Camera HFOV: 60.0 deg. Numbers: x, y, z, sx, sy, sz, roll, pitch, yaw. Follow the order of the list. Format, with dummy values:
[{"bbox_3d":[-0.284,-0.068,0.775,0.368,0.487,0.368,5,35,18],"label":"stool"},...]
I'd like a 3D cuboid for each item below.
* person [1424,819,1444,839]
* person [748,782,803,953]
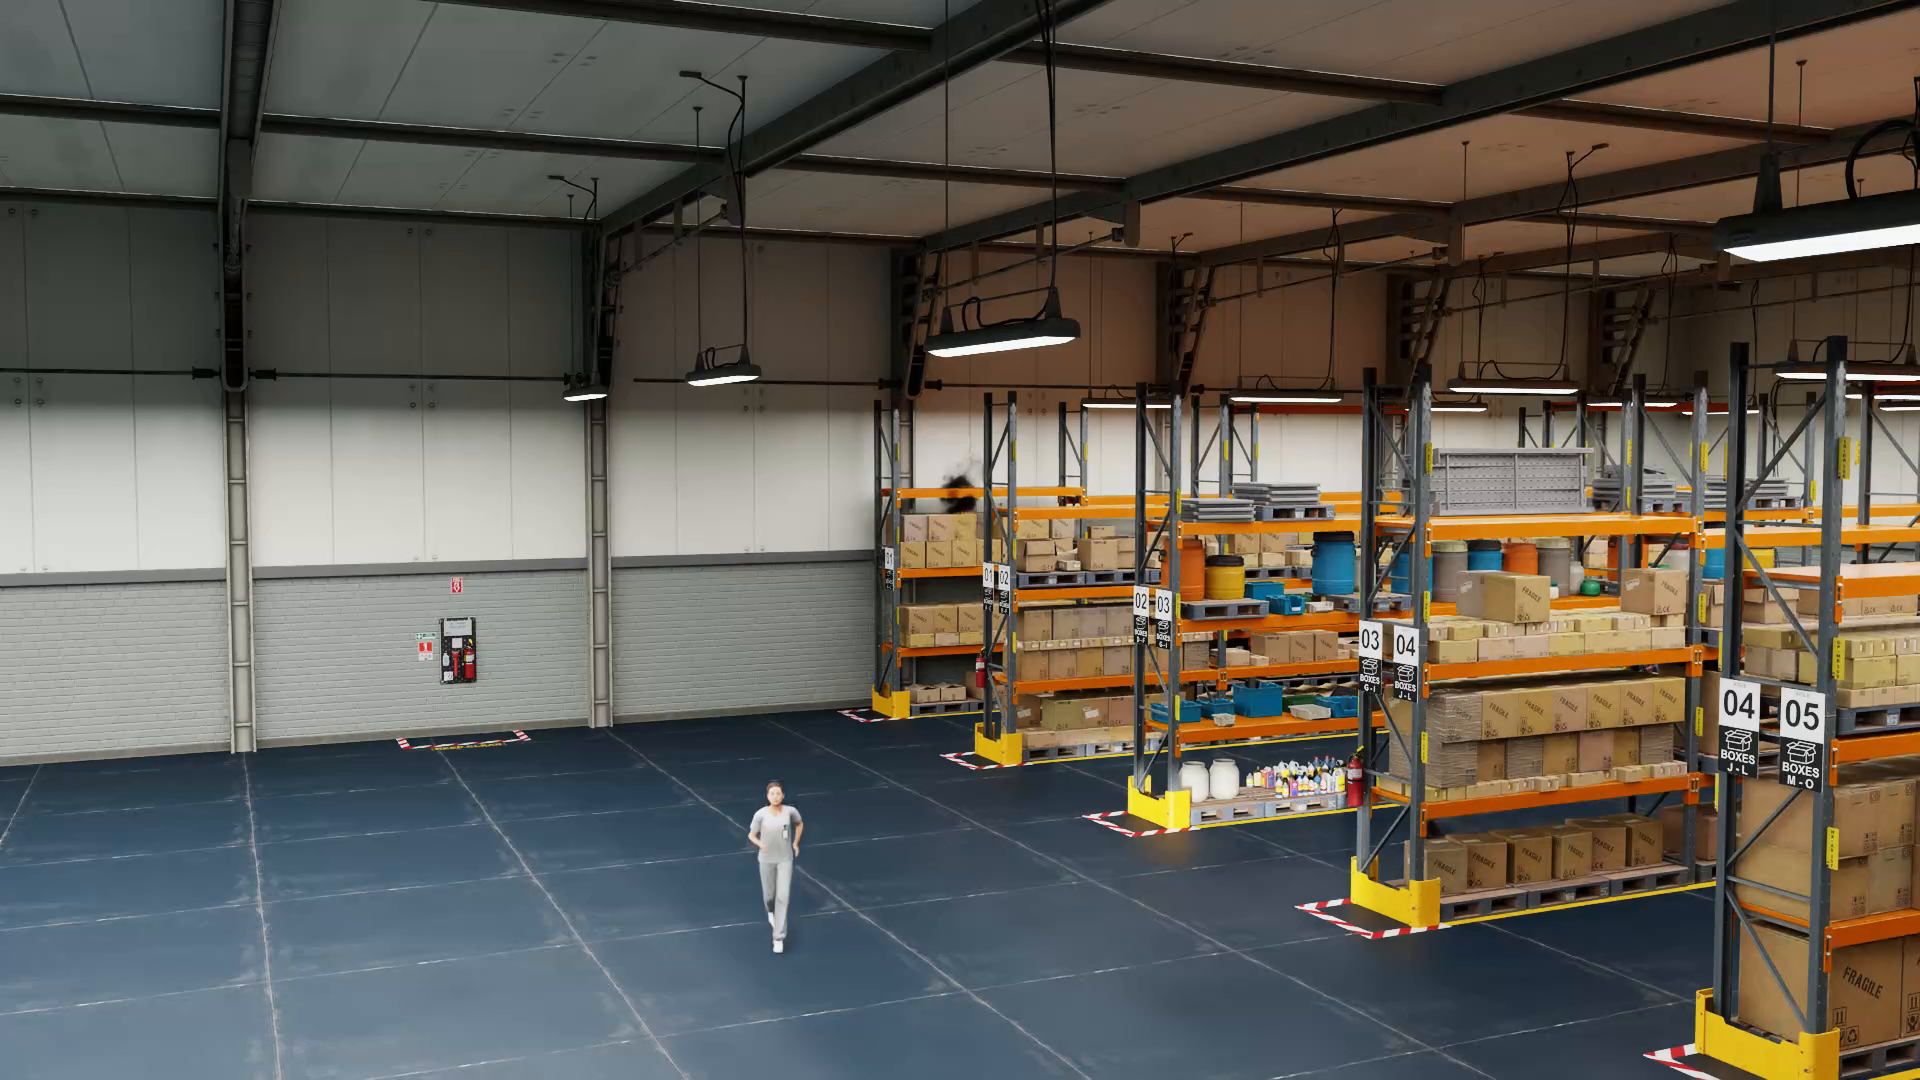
[{"bbox_3d":[5.809,3.103,20.769,0.638,1.683,0.638,-2,4,-35],"label":"person"},{"bbox_3d":[-1.899,3.323,17.184,0.568,1.664,0.934,0,3,-7],"label":"person"}]
